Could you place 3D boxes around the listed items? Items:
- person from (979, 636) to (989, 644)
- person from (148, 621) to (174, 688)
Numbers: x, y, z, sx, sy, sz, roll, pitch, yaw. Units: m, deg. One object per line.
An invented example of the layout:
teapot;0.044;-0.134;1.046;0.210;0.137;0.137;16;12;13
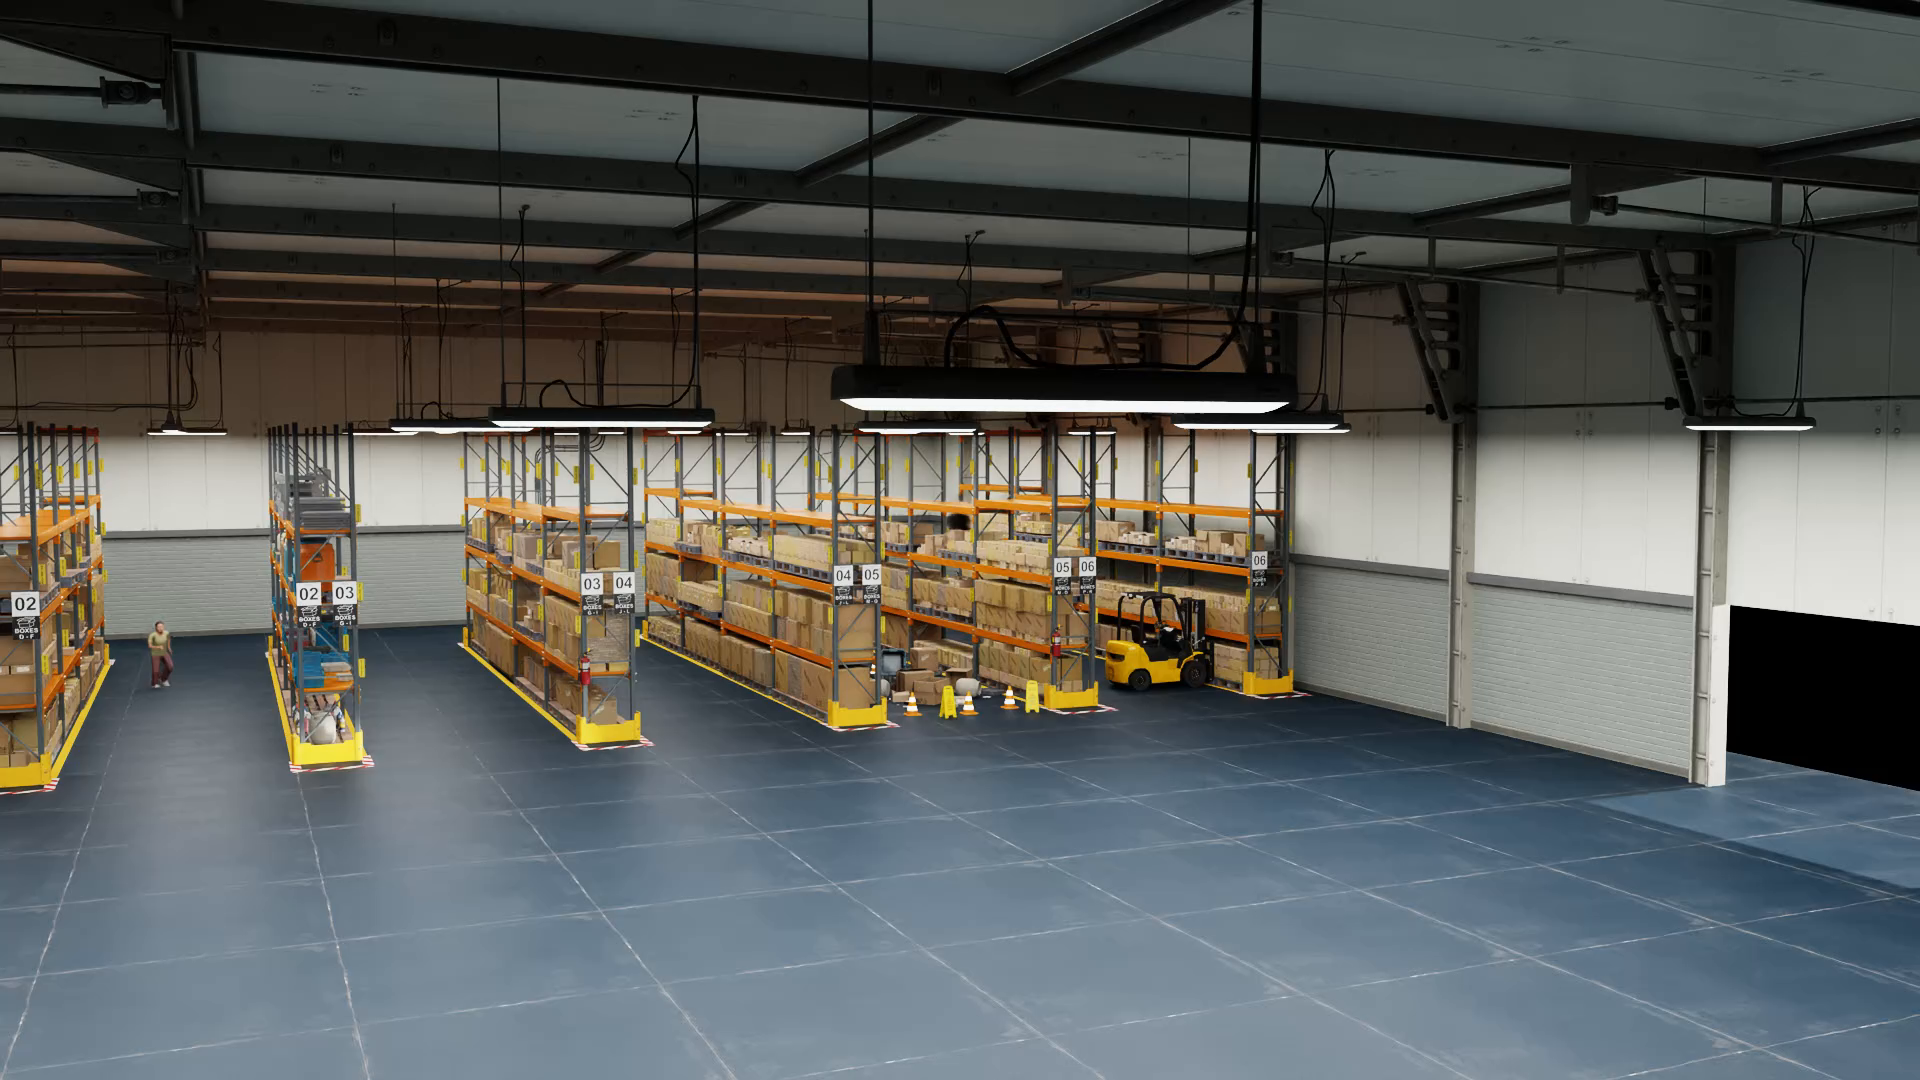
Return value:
person;0.789;2.250;43.558;0.582;1.637;0.792;-2;4;-33
person;-18.225;2.617;37.890;0.839;1.563;0.590;3;5;44
